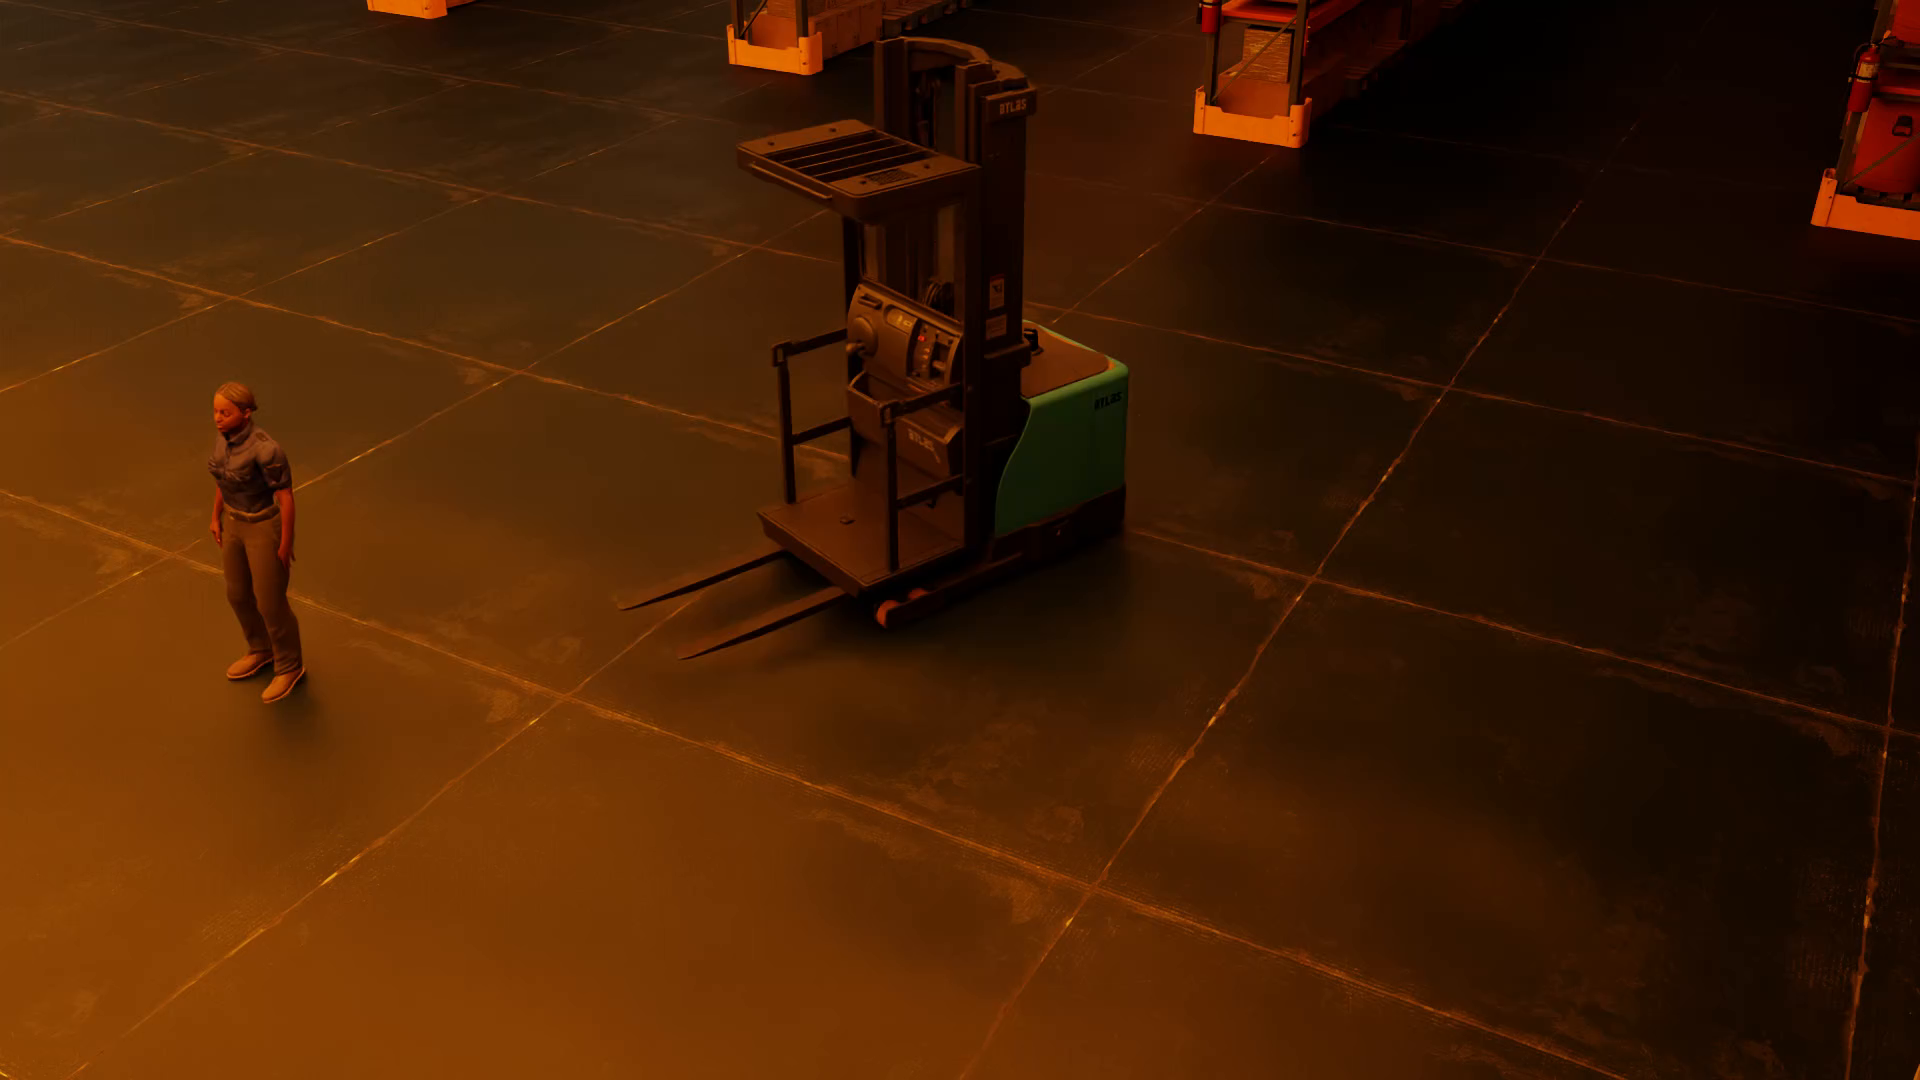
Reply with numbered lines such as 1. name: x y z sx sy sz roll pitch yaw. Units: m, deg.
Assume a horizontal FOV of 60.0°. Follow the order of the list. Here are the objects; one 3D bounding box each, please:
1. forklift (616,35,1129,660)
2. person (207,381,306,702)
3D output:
1. forklift: -0.470 -1.071 8.926 3.031 2.935 1.130 -22 37 -33
2. person: -3.586 -0.002 8.373 0.534 1.675 0.429 18 35 28
